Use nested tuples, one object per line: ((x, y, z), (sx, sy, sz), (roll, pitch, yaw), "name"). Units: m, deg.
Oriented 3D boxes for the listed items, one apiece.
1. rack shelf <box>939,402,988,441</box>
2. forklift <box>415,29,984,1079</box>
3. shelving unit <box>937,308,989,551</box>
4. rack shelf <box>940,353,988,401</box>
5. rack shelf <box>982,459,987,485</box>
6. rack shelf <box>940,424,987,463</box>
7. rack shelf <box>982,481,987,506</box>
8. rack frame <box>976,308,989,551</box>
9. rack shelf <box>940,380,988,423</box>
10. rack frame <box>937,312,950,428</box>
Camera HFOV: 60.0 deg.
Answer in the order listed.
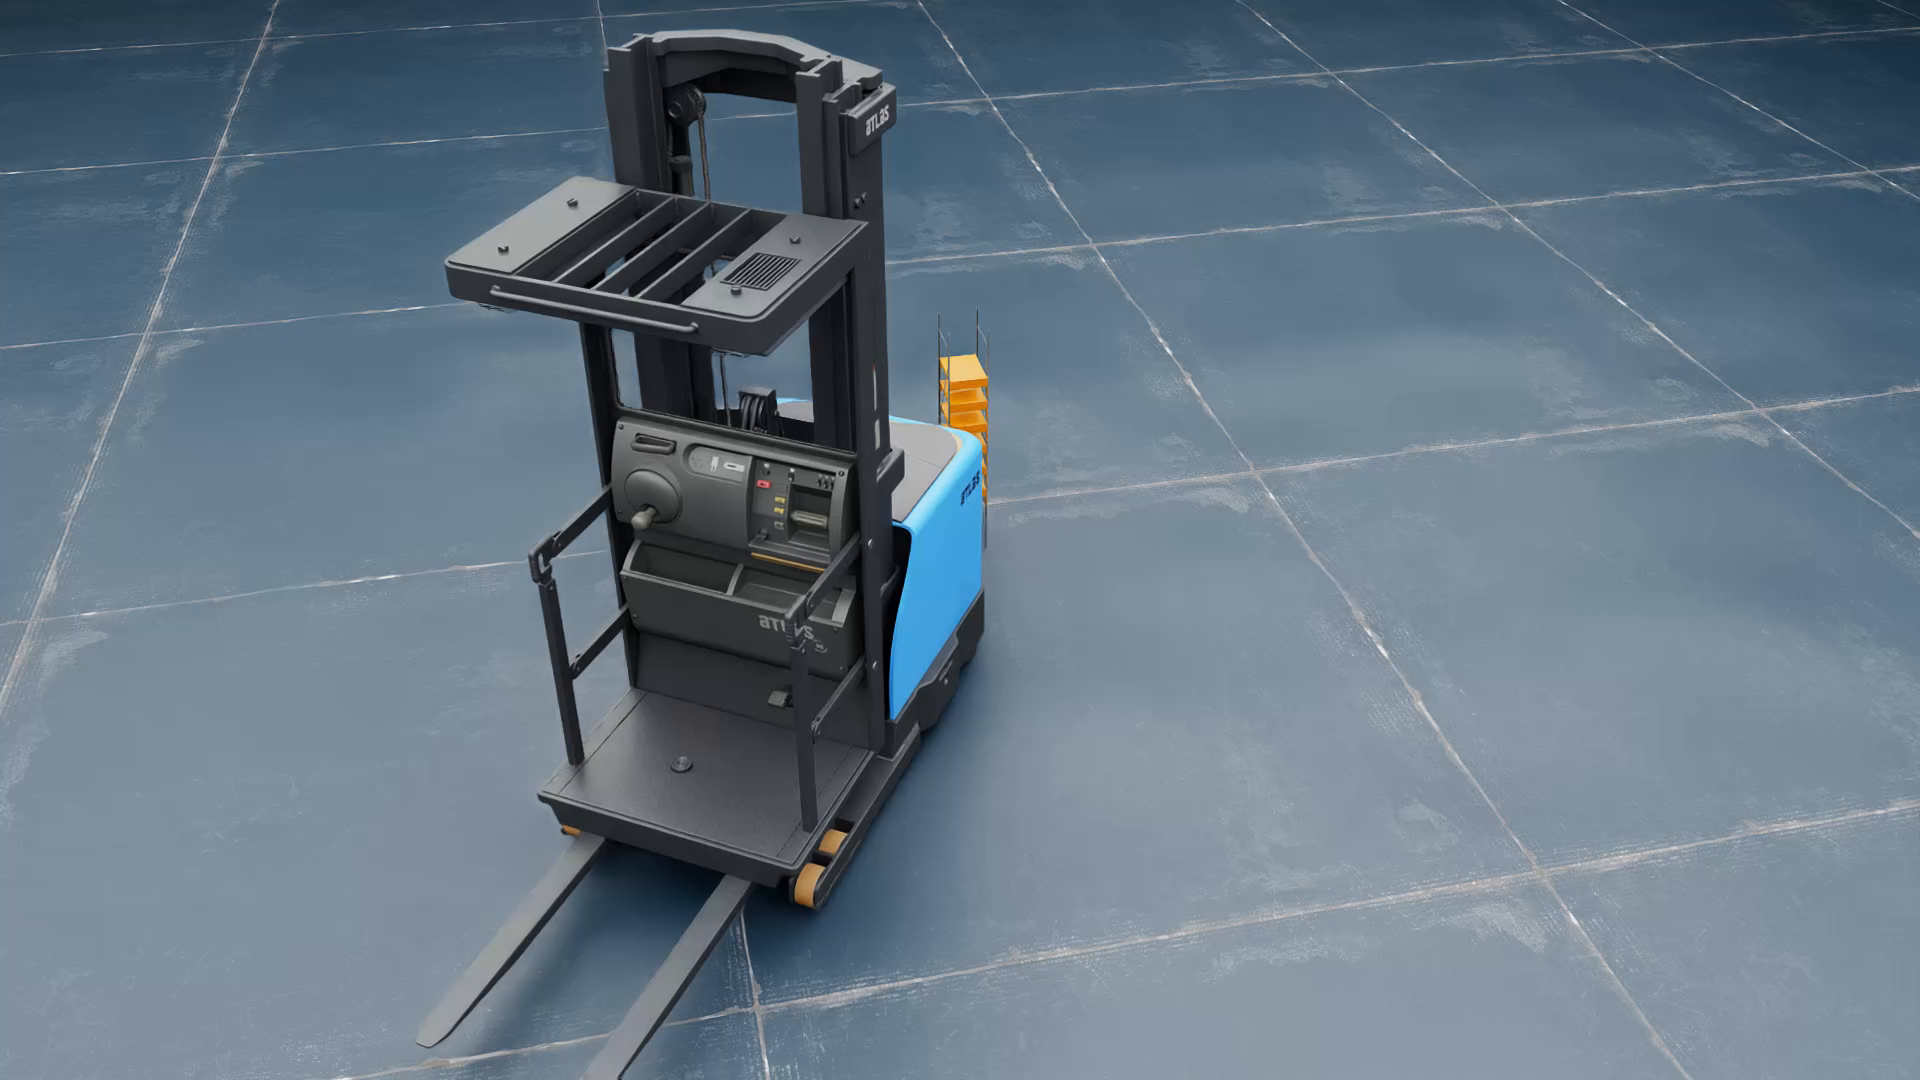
((0.014, -0.563, 7.876), (0.180, 0.103, 0.258), (-7, 35, -11), "rack shelf")
((-0.906, -0.112, 5.786), (1.130, 2.935, 3.031), (12, 36, 18), "forklift")
((0.014, -0.500, 7.918), (0.189, 1.200, 0.258), (-7, 35, -11), "shelving unit")
((0.014, -0.762, 7.742), (0.180, 0.103, 0.258), (-7, 35, -11), "rack shelf")
((0.014, -0.363, 8.010), (0.180, 0.103, 0.258), (-7, 35, -11), "rack shelf")
((0.014, -0.463, 7.943), (0.180, 0.103, 0.258), (-7, 35, -11), "rack shelf")
((0.014, -0.264, 8.077), (0.180, 0.103, 0.258), (-7, 35, -11), "rack shelf")
((0.103, -0.511, 7.935), (0.006, 1.200, 0.240), (-7, 35, -11), "rack frame")
((0.014, -0.662, 7.809), (0.180, 0.103, 0.258), (-7, 35, -11), "rack shelf")
((-0.075, -0.489, 7.902), (0.006, 1.200, 0.240), (-7, 35, -11), "rack frame")
